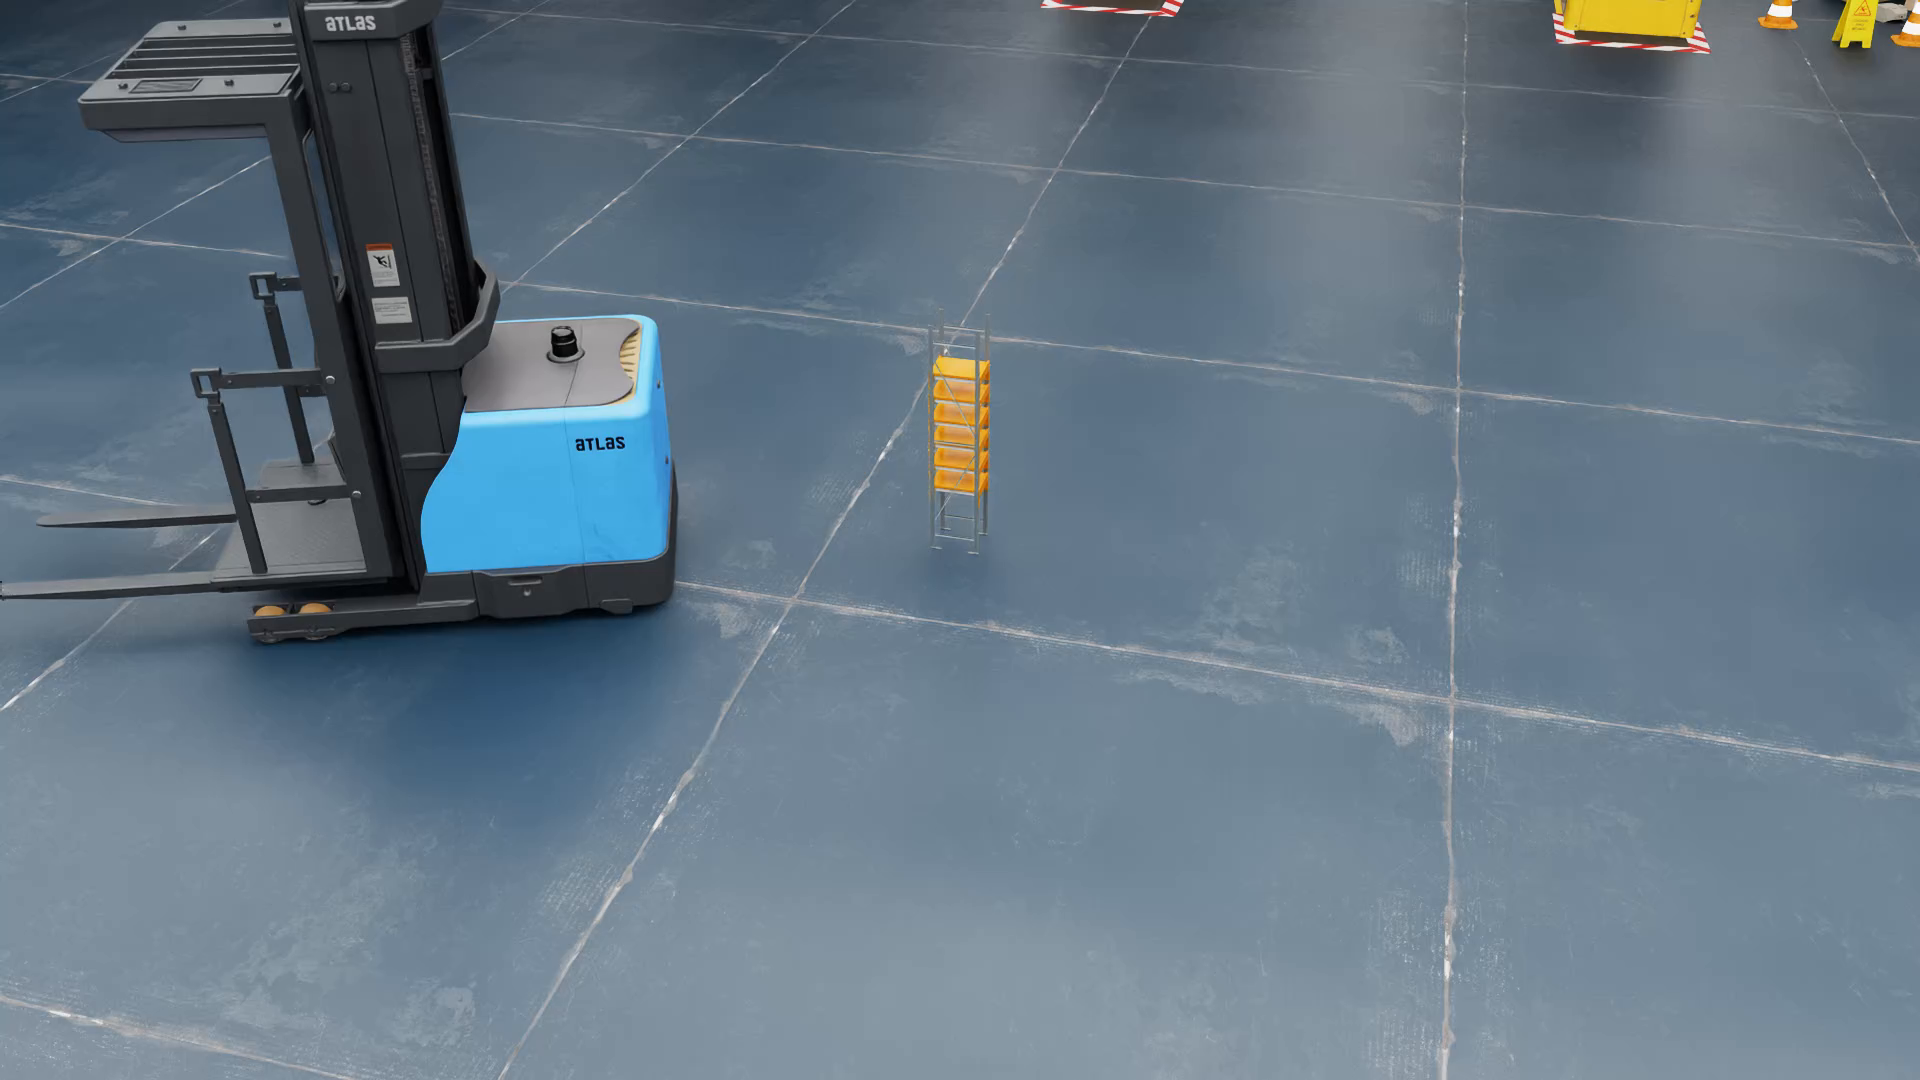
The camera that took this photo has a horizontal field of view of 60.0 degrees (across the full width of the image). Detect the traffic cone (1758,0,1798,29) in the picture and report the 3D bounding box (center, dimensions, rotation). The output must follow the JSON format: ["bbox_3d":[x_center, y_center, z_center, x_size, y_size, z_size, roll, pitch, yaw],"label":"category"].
[{"bbox_3d":[7.922,-5.196,15.992,0.336,0.463,0.334,8,33,12],"label":"traffic cone"}]

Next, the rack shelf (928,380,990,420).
[{"bbox_3d":[-0.004,-0.664,7.811,0.258,0.103,0.180,8,33,12],"label":"rack shelf"}]

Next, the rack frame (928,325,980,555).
[{"bbox_3d":[-0.027,-0.451,7.842,0.240,1.200,0.006,8,33,12],"label":"rack frame"}]

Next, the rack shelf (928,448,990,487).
[{"bbox_3d":[-0.004,-0.360,8.005,0.258,0.103,0.180,8,33,12],"label":"rack shelf"}]

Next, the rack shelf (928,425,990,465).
[{"bbox_3d":[-0.004,-0.461,7.940,0.258,0.103,0.180,8,33,12],"label":"rack shelf"}]

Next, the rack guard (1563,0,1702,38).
[{"bbox_3d":[6.407,-5.117,15.833,1.175,0.500,0.348,8,33,12],"label":"rack guard"}]

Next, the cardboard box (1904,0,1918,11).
[{"bbox_3d":[9.606,-5.315,16.471,0.380,0.149,0.250,28,42,36],"label":"cardboard box"}]

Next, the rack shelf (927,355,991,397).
[{"bbox_3d":[-0.004,-0.765,7.747,0.258,0.103,0.180,8,33,12],"label":"rack shelf"}]

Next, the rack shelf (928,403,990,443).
[{"bbox_3d":[-0.004,-0.563,7.876,0.258,0.103,0.180,8,33,12],"label":"rack shelf"}]

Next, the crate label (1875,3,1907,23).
[{"bbox_3d":[9.068,-5.145,16.215,0.250,0.136,0.298,-8,33,-13],"label":"crate label"}]

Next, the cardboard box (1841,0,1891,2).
[{"bbox_3d":[9.224,-5.765,16.850,0.797,0.503,0.637,-14,35,-21],"label":"cardboard box"}]

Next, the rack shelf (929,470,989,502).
[{"bbox_3d":[-0.004,-0.259,8.069,0.258,0.103,0.180,8,33,12],"label":"rack shelf"}]

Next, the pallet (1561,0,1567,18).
[{"bbox_3d":[6.541,-5.433,16.600,1.003,0.211,1.213,8,33,12],"label":"pallet"}]

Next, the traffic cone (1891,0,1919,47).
[{"bbox_3d":[8.928,-4.866,15.472,0.336,0.463,0.334,8,33,12],"label":"traffic cone"}]

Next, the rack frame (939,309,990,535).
[{"bbox_3d":[0.020,-0.546,7.991,0.240,1.200,0.006,8,33,12],"label":"rack frame"}]

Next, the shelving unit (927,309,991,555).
[{"bbox_3d":[-0.004,-0.499,7.916,0.258,1.200,0.189,8,33,12],"label":"shelving unit"}]

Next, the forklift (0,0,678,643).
[{"bbox_3d":[-2.889,-1.072,7.204,3.031,2.935,1.130,-4,33,-6],"label":"forklift"}]

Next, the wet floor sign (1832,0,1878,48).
[{"bbox_3d":[8.321,-4.906,15.366,0.267,0.644,0.232,3,33,4],"label":"wet floor sign"}]
